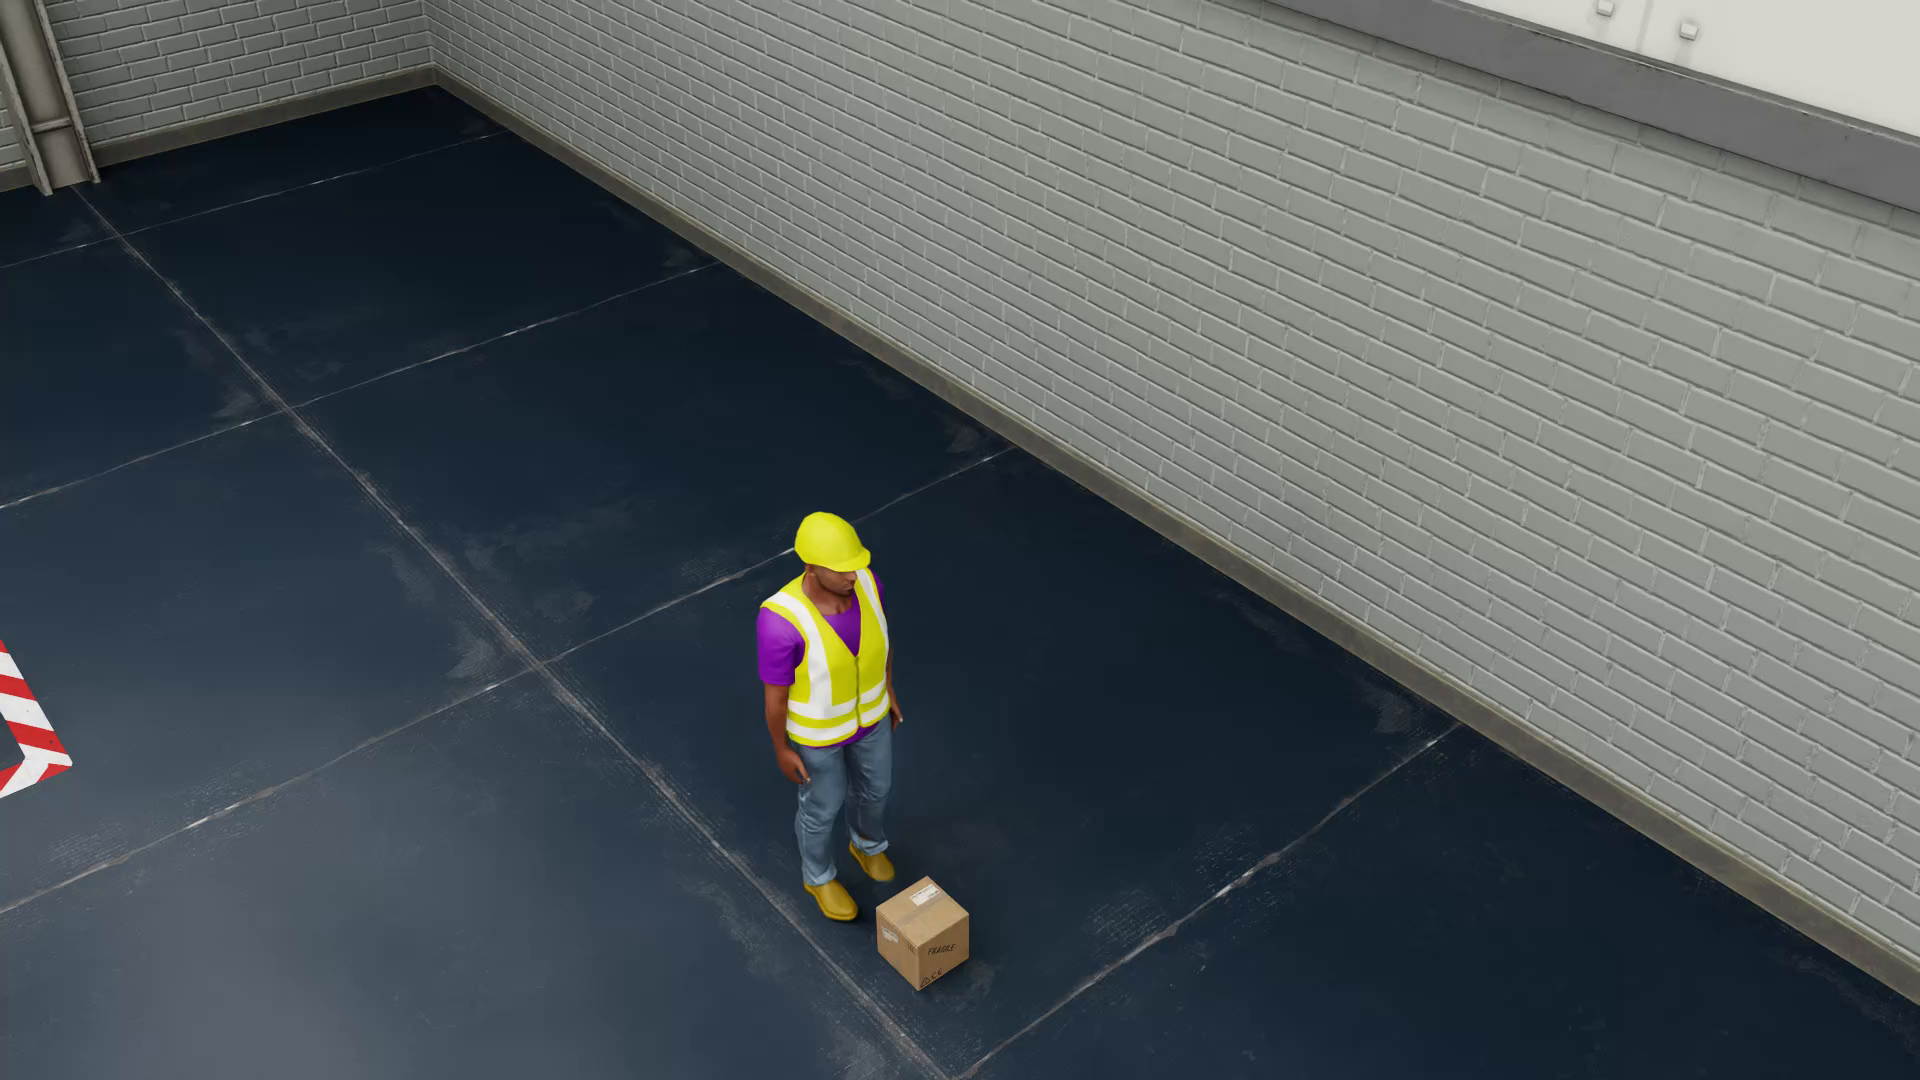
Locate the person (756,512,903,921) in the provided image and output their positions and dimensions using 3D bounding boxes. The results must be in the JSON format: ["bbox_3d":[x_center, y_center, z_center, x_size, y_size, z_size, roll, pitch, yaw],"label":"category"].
[{"bbox_3d":[-0.449,0.678,6.155,0.575,1.815,0.369,-27,44,-32],"label":"person"}]
